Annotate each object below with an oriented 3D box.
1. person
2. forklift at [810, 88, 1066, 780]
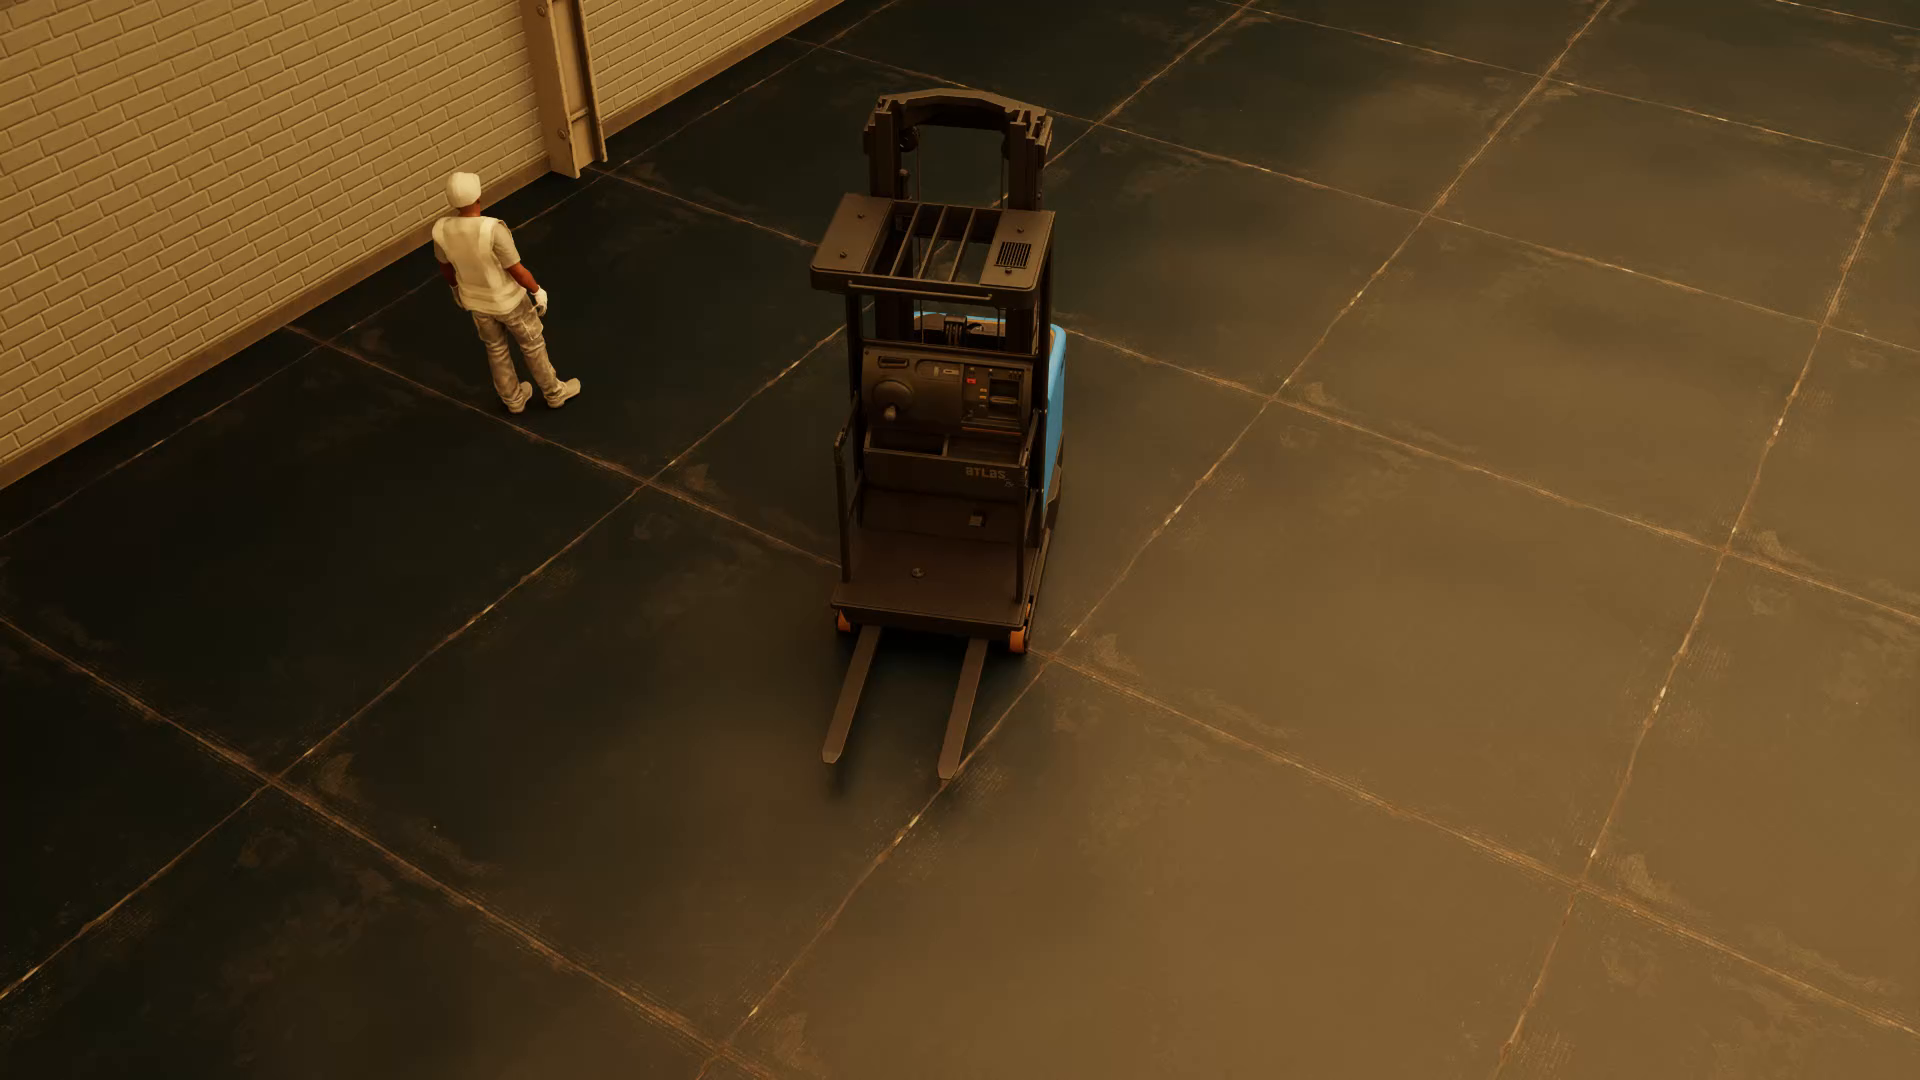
[{"bbox_3d":[-2.965,-1.615,10.748,0.657,1.784,0.576,10,41,11],"label":"person"},{"bbox_3d":[-0.108,-0.731,8.830,1.130,2.935,3.031,7,41,8],"label":"forklift"}]
